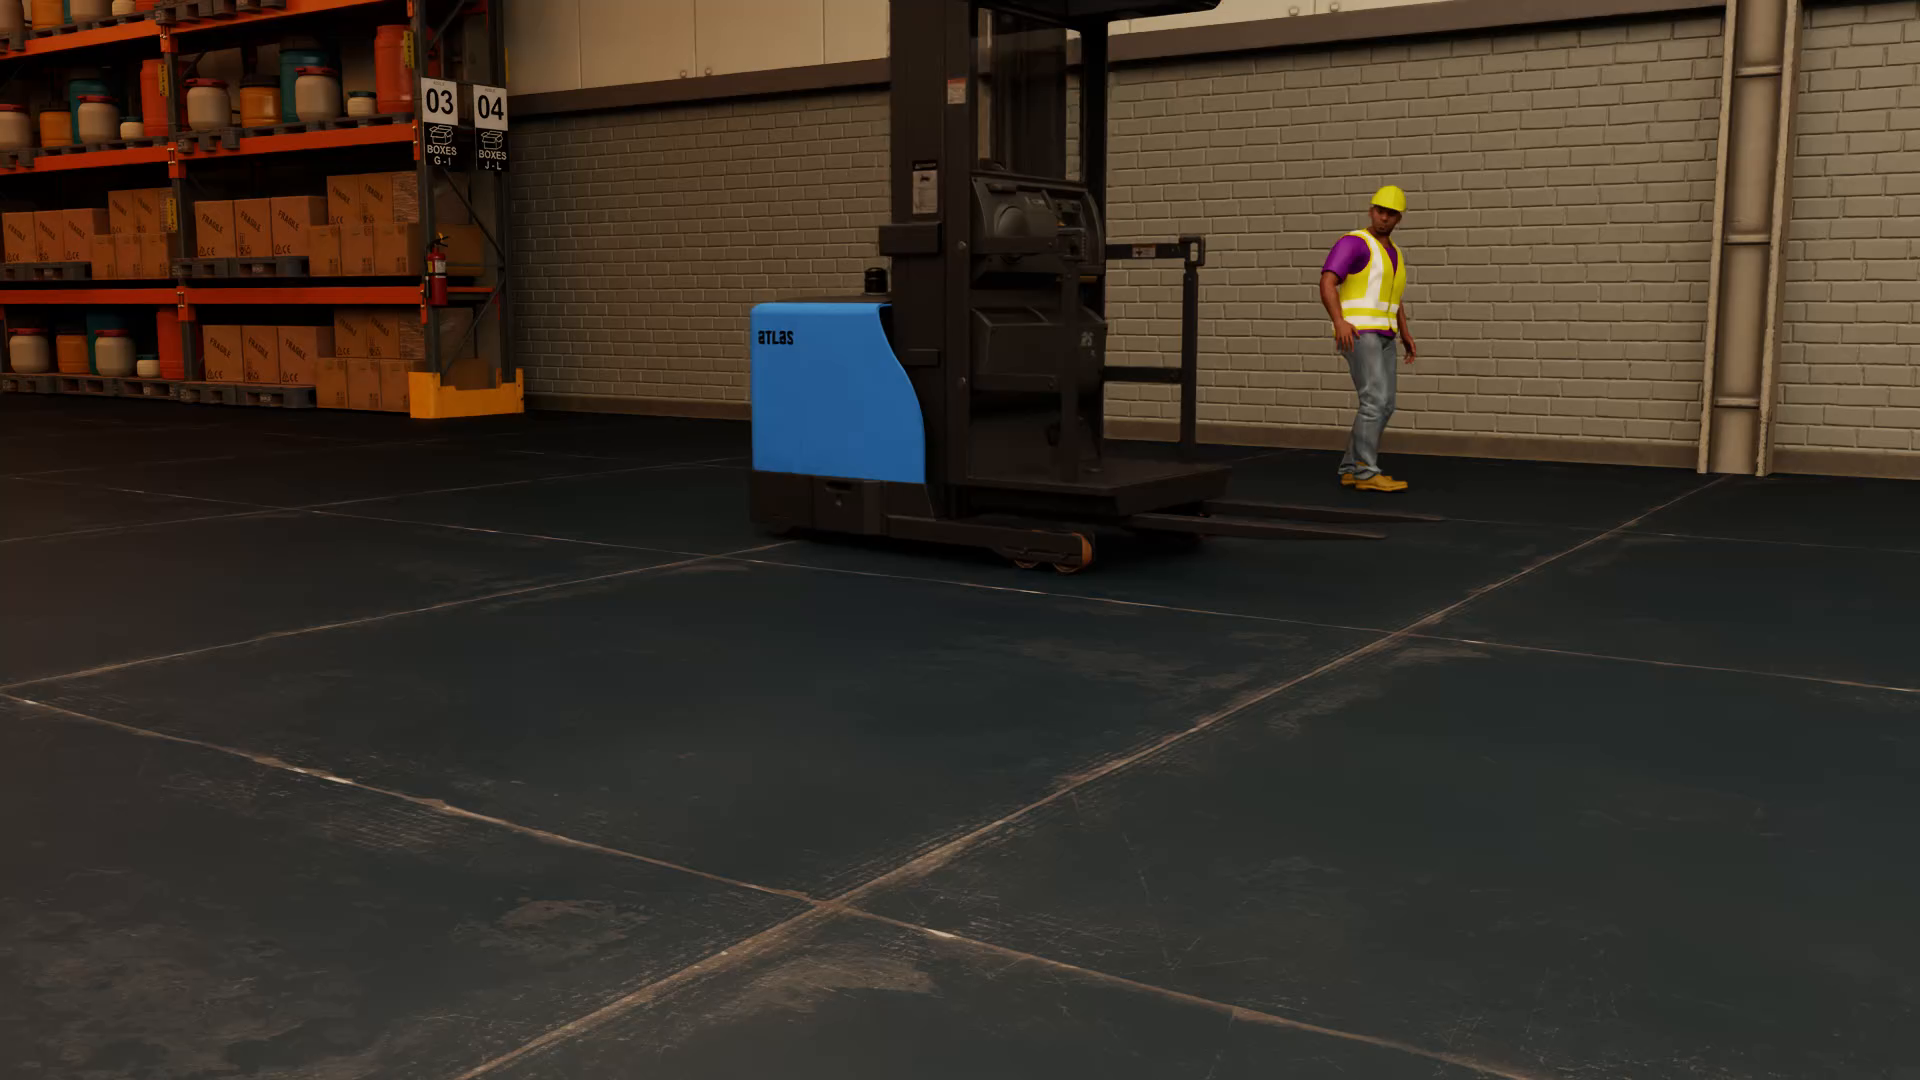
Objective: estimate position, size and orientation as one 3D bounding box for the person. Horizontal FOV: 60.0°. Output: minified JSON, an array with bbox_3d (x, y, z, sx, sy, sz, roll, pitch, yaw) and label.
[{"bbox_3d":[2.438,-1.170,9.634,0.521,1.748,0.794,6,10,37],"label":"person"}]

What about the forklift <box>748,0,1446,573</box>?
[{"bbox_3d":[0.512,-1.402,7.050,3.031,2.935,1.130,6,10,36],"label":"forklift"}]
